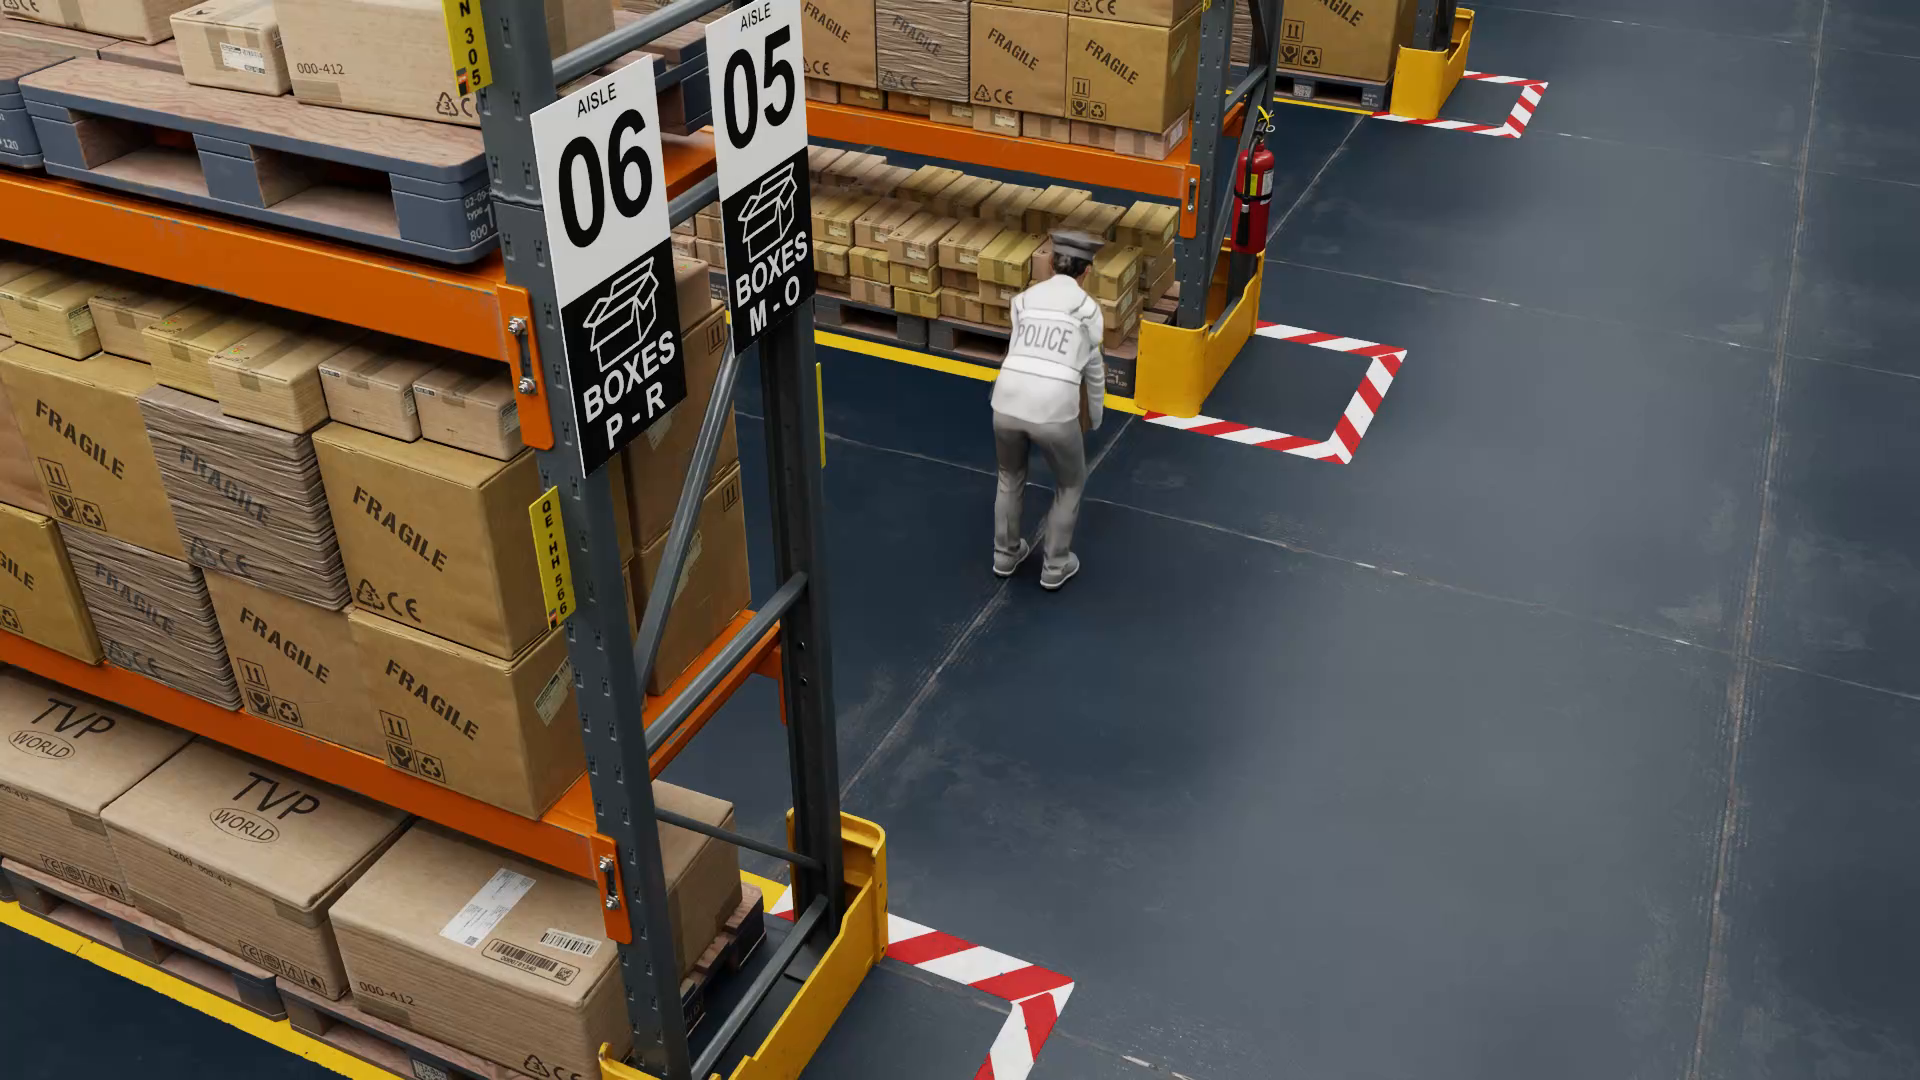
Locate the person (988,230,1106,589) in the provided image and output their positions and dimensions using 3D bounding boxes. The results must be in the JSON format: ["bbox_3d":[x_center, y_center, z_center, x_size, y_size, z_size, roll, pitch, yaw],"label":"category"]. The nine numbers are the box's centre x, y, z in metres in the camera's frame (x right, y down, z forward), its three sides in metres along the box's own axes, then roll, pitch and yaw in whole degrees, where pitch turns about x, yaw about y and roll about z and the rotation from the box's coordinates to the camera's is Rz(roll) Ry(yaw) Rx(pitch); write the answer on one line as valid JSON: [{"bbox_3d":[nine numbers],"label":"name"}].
[{"bbox_3d":[0.391,-0.562,7.156,0.416,1.473,0.757,14,36,19],"label":"person"}]
